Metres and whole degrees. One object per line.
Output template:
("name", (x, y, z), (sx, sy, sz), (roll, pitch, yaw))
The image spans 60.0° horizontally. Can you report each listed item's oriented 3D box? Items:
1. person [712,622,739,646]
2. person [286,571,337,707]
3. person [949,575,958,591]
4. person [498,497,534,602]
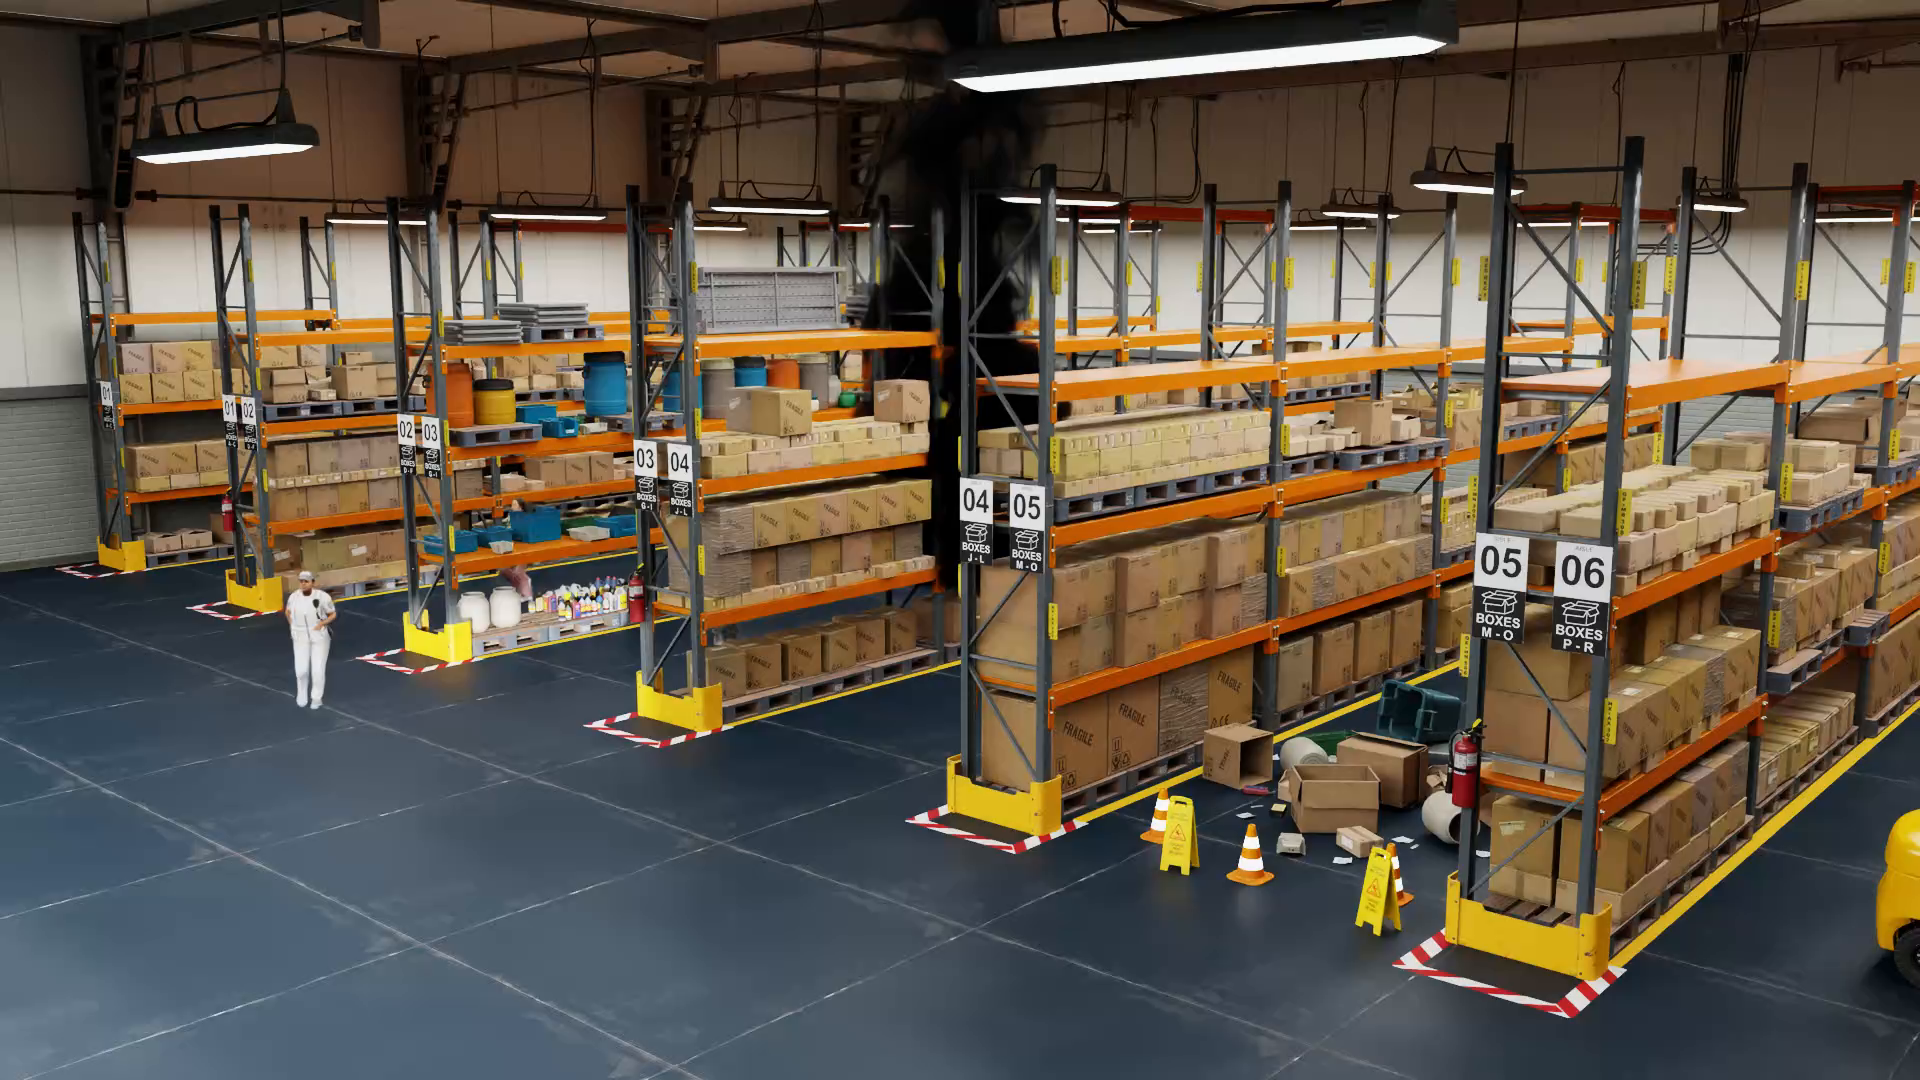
("person", (-3.096, 0.525, 21.162), (0.680, 1.771, 0.719), (5, 11, 29))
("person", (-7.545, 1.163, 19.337), (0.586, 1.633, 0.592), (-2, 10, -13))
("person", (-0.041, -0.060, 24.636), (0.661, 1.771, 0.488), (9, 13, 42))
("person", (-6.758, 0.159, 25.360), (0.555, 1.616, 0.556), (6, 11, 31))
